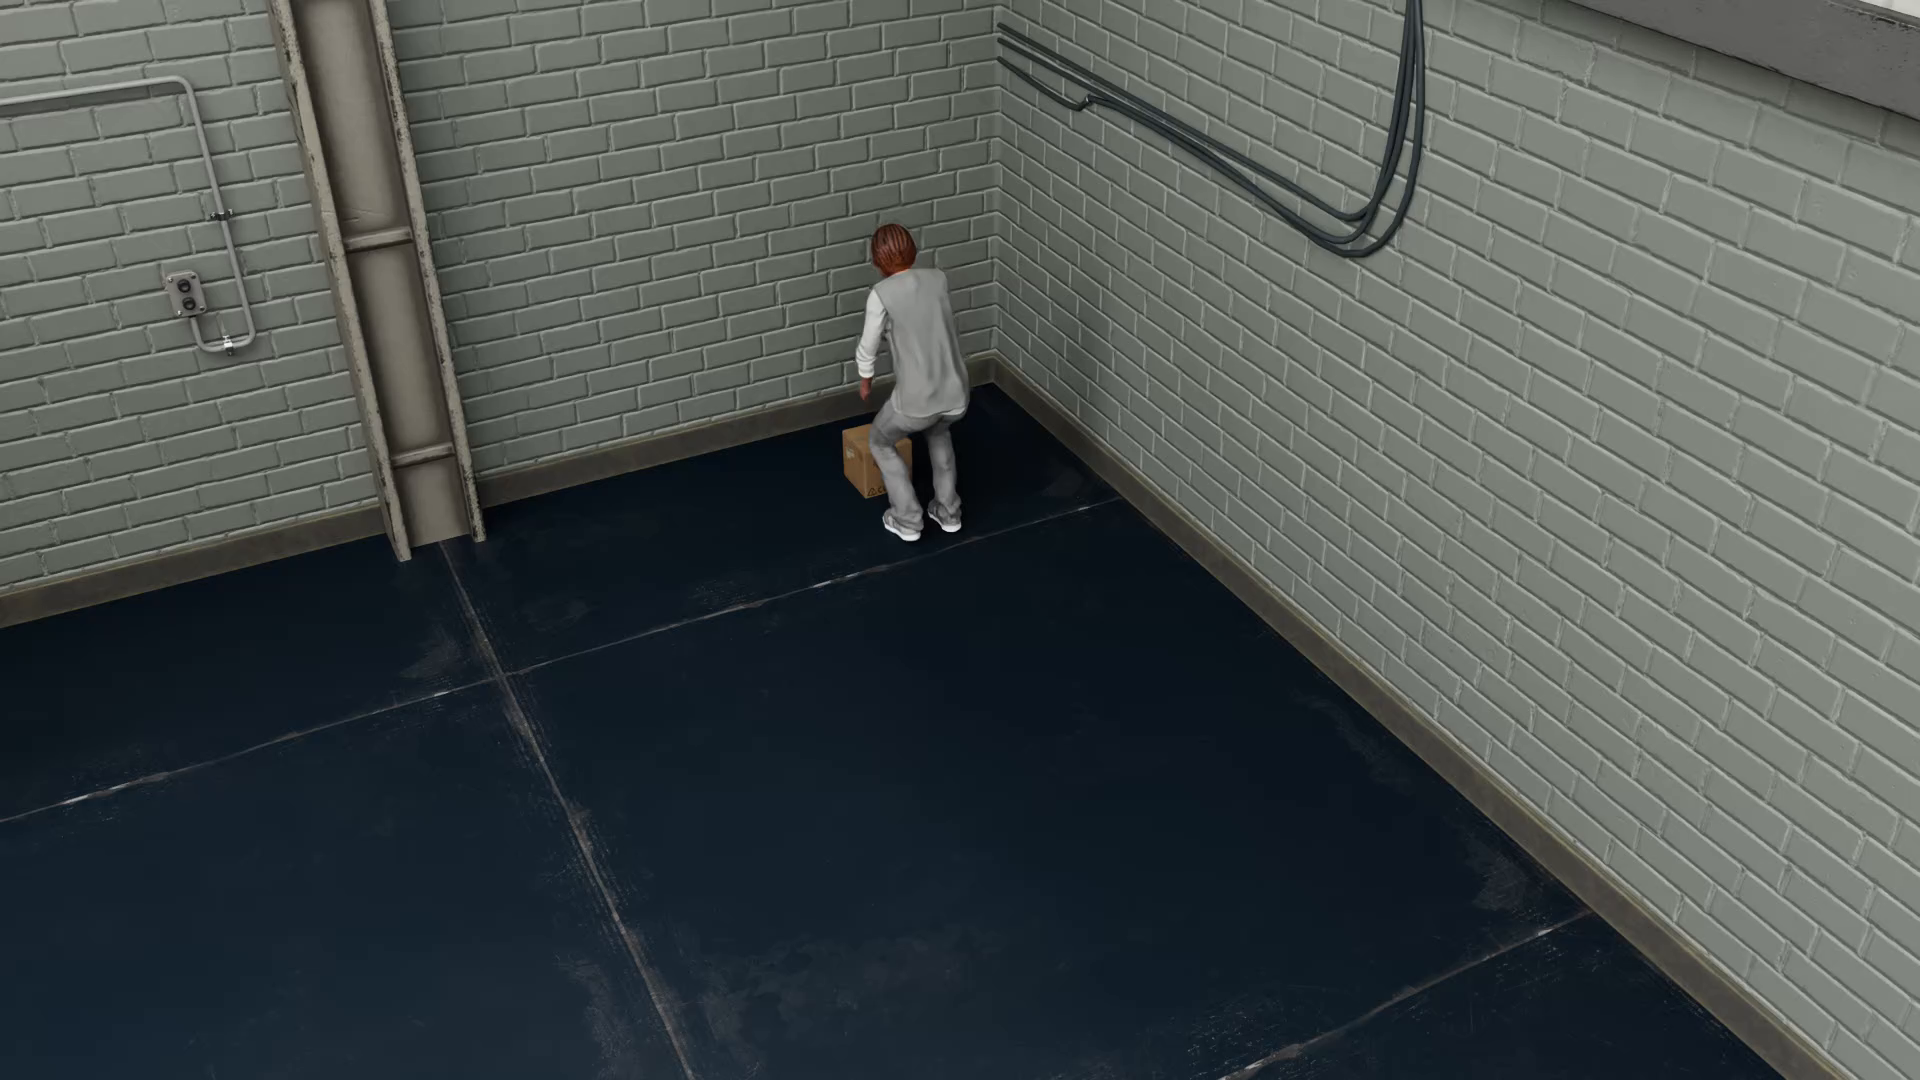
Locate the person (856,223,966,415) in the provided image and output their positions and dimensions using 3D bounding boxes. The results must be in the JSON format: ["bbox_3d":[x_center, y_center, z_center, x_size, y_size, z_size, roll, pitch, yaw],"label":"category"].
[{"bbox_3d":[-0.214,-0.898,7.149,0.456,0.843,0.546,-16,37,-22],"label":"person"}]
